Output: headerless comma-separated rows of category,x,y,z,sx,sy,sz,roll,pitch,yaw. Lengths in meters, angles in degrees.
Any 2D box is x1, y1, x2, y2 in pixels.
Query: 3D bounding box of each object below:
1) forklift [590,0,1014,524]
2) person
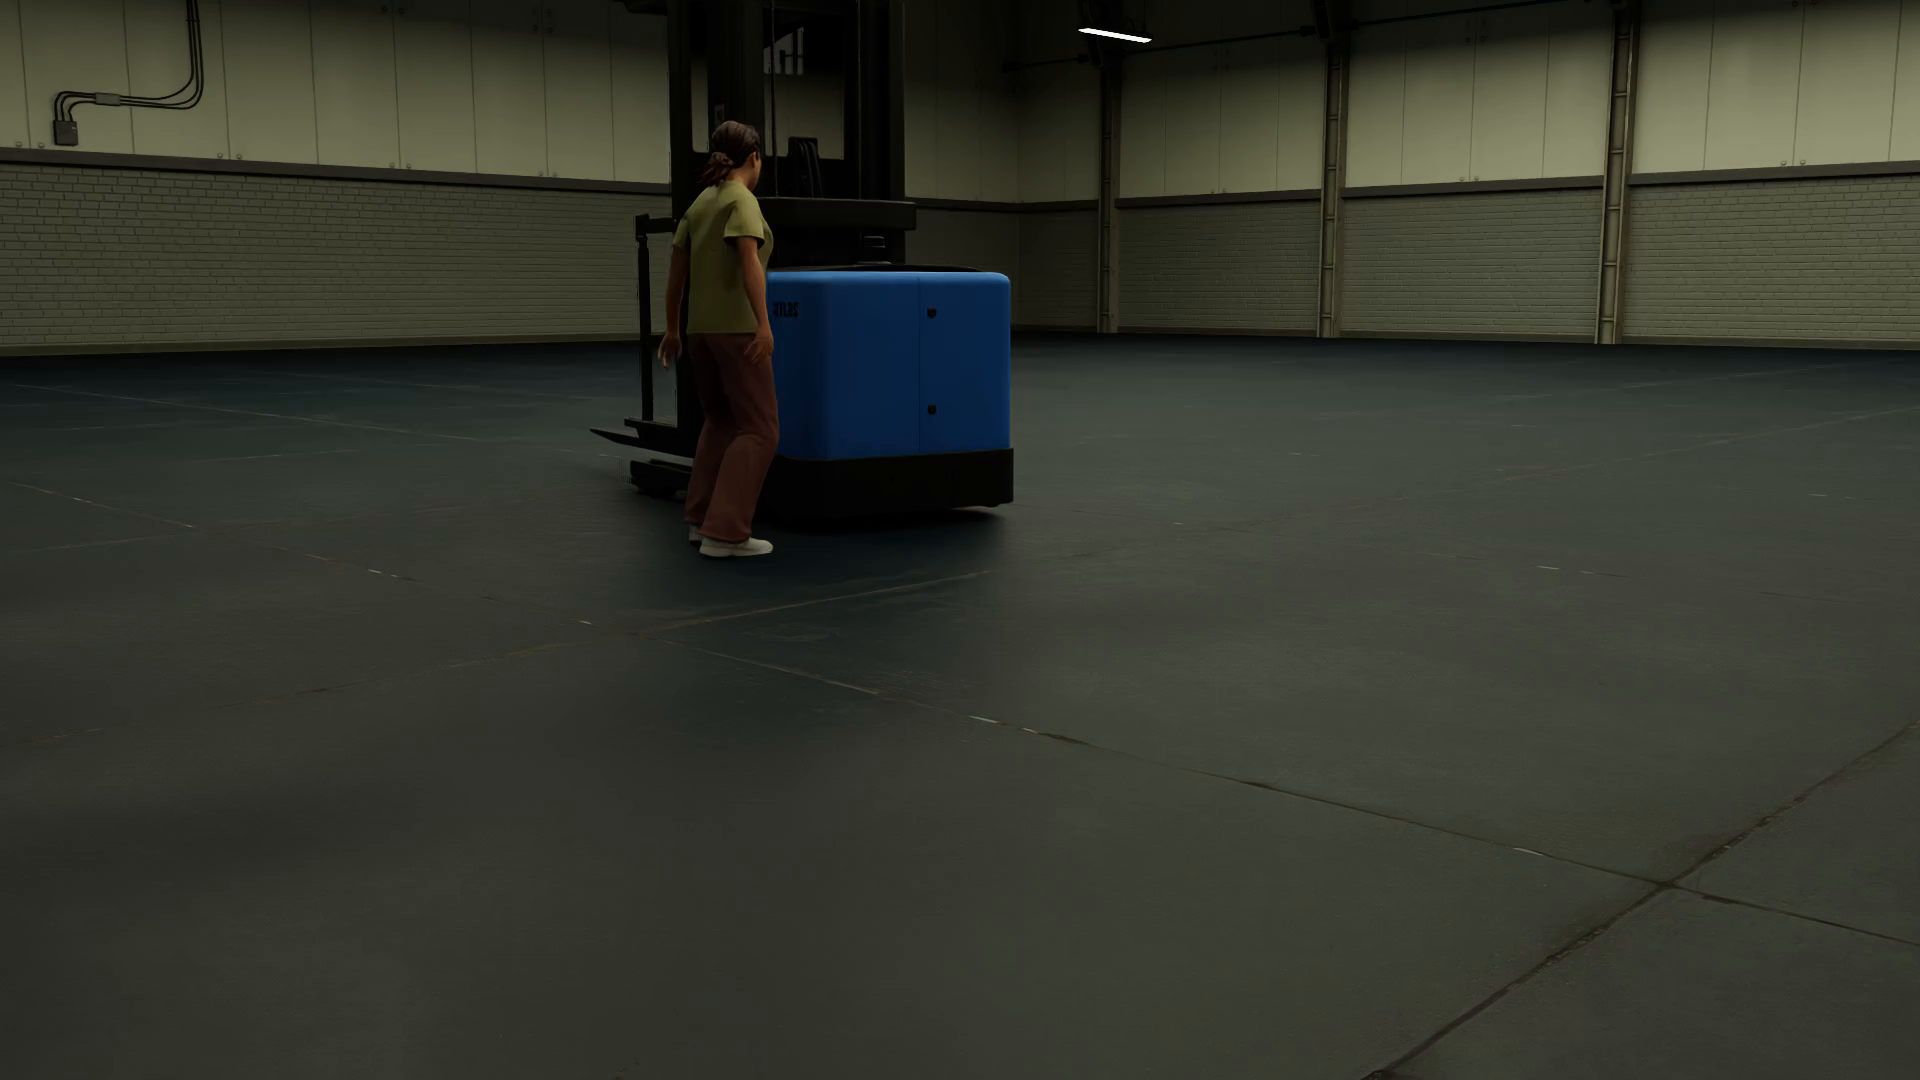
forklift,-0.985,-1.693,8.115,1.130,2.935,3.031,-6,10,-32
person,-0.909,-0.765,6.353,0.391,1.645,0.801,-7,11,-40
